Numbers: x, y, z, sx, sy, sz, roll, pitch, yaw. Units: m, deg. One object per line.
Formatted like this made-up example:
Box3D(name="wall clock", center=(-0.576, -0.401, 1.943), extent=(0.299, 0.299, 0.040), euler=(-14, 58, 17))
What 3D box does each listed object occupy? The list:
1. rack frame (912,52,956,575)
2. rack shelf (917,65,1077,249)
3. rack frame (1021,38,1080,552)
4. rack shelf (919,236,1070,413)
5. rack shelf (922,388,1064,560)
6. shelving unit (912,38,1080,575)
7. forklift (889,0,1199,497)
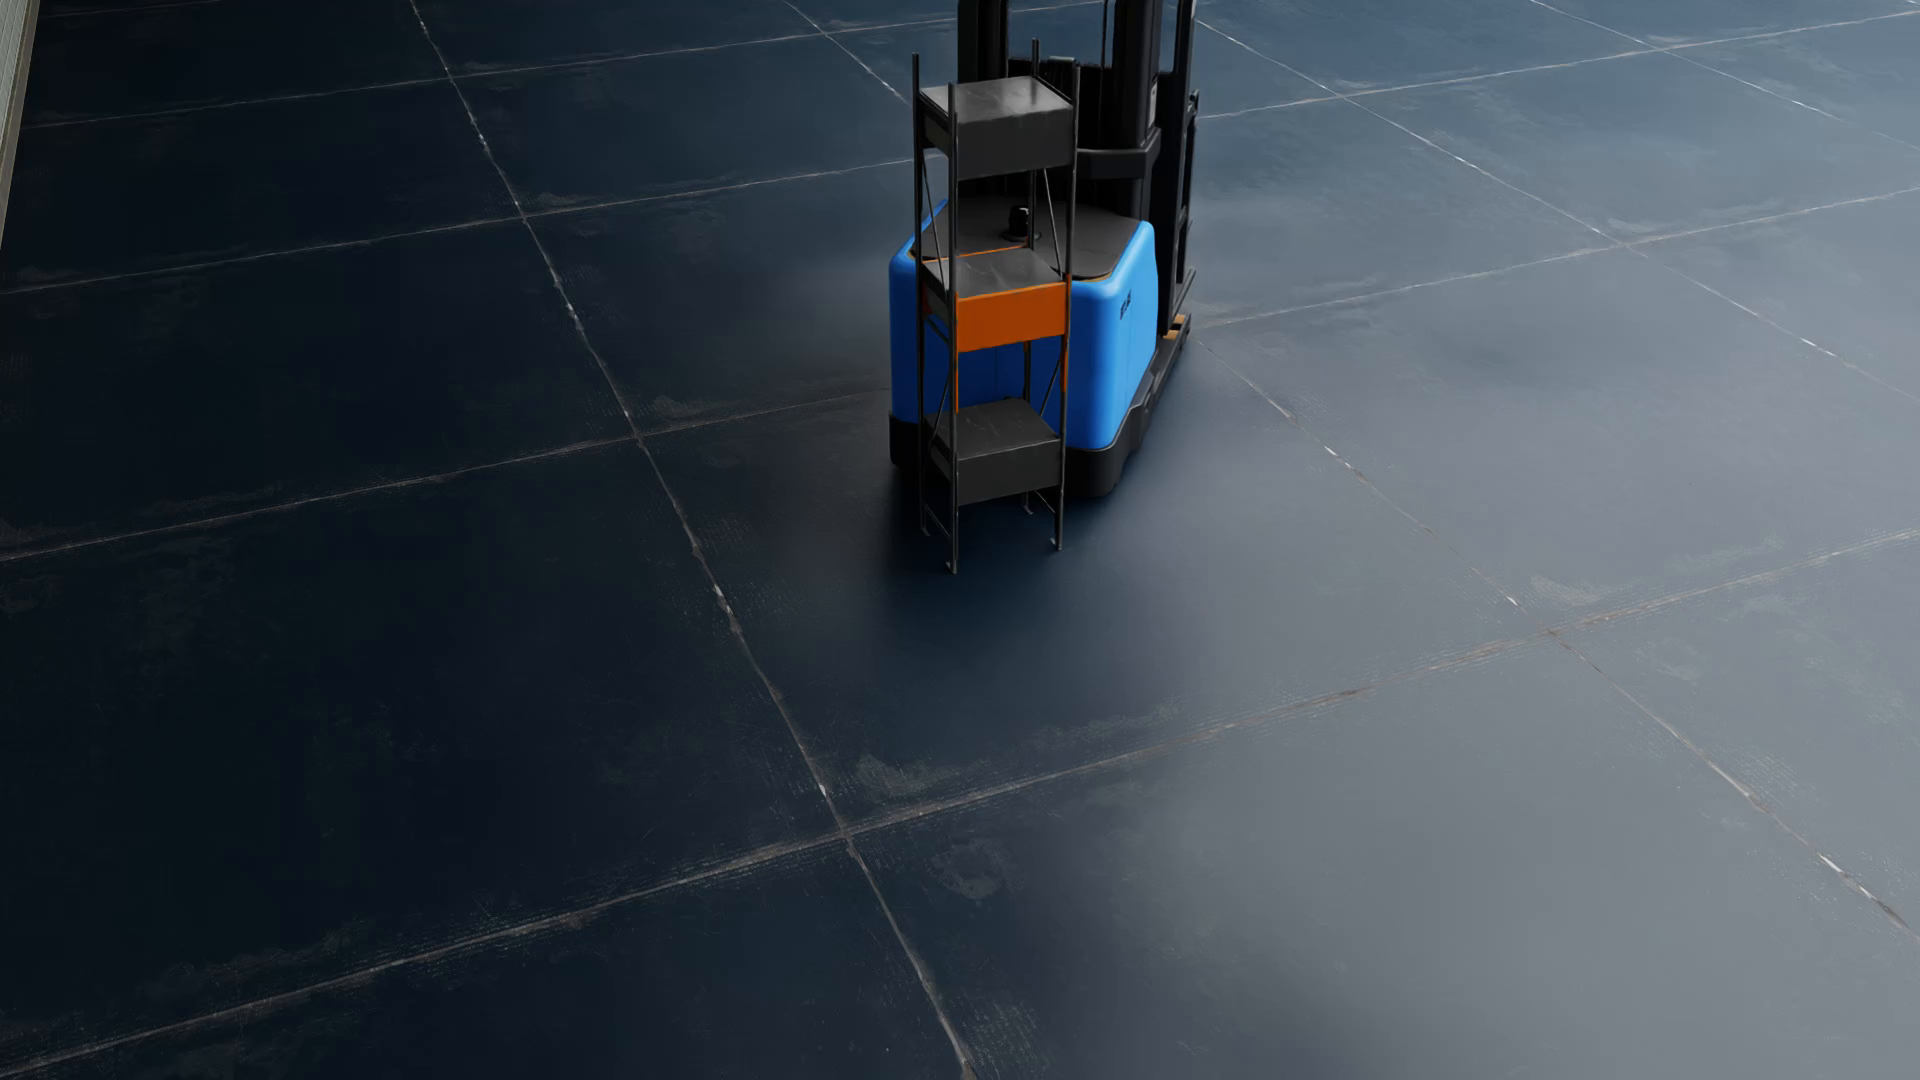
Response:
Box3D(name="rack frame", center=(-0.097, -0.834, 6.606), extent=(0.015, 2.100, 0.400), euler=(-12, 35, -18))
Box3D(name="rack shelf", center=(0.130, -1.459, 6.308), extent=(0.480, 0.518, 0.431), euler=(-12, 35, -18))
Box3D(name="rack frame", center=(0.356, -0.933, 6.758), extent=(0.015, 2.100, 0.400), euler=(-12, 35, -18))
Box3D(name="rack shelf", center=(0.130, -0.872, 6.690), extent=(0.480, 0.518, 0.431), euler=(-12, 35, -18))
Box3D(name="rack shelf", center=(0.130, -0.285, 7.071), extent=(0.480, 0.518, 0.431), euler=(-12, 35, -18))
Box3D(name="shelving unit", center=(0.130, -0.883, 6.682), extent=(0.503, 2.100, 0.431), euler=(-12, 35, -18))
Box3D(name="forklift", center=(0.596, -2.216, 7.968), extent=(1.130, 2.935, 3.031), euler=(9, 34, 14))
